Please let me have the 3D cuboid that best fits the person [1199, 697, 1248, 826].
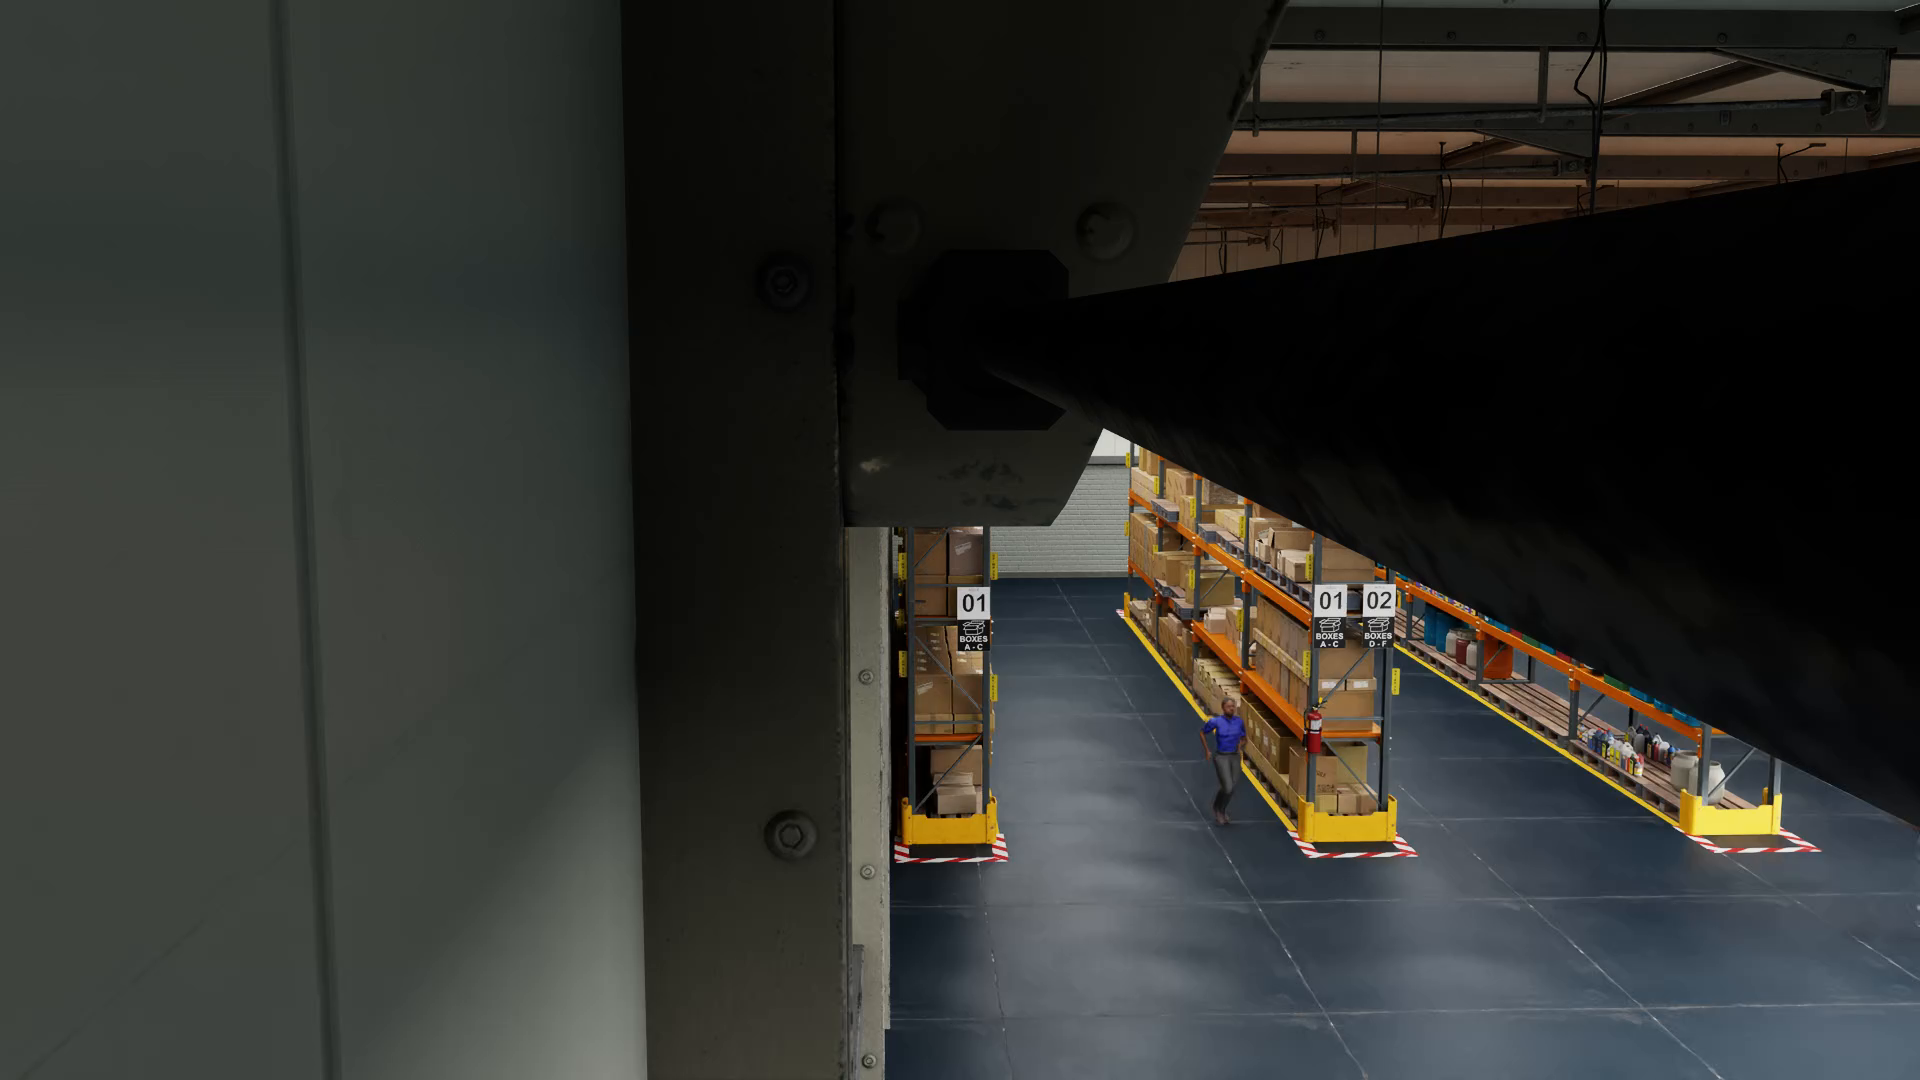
[{"bbox_3d":[3.394,2.821,21.134,0.546,1.646,0.645,-2,8,-17],"label":"person"}]
